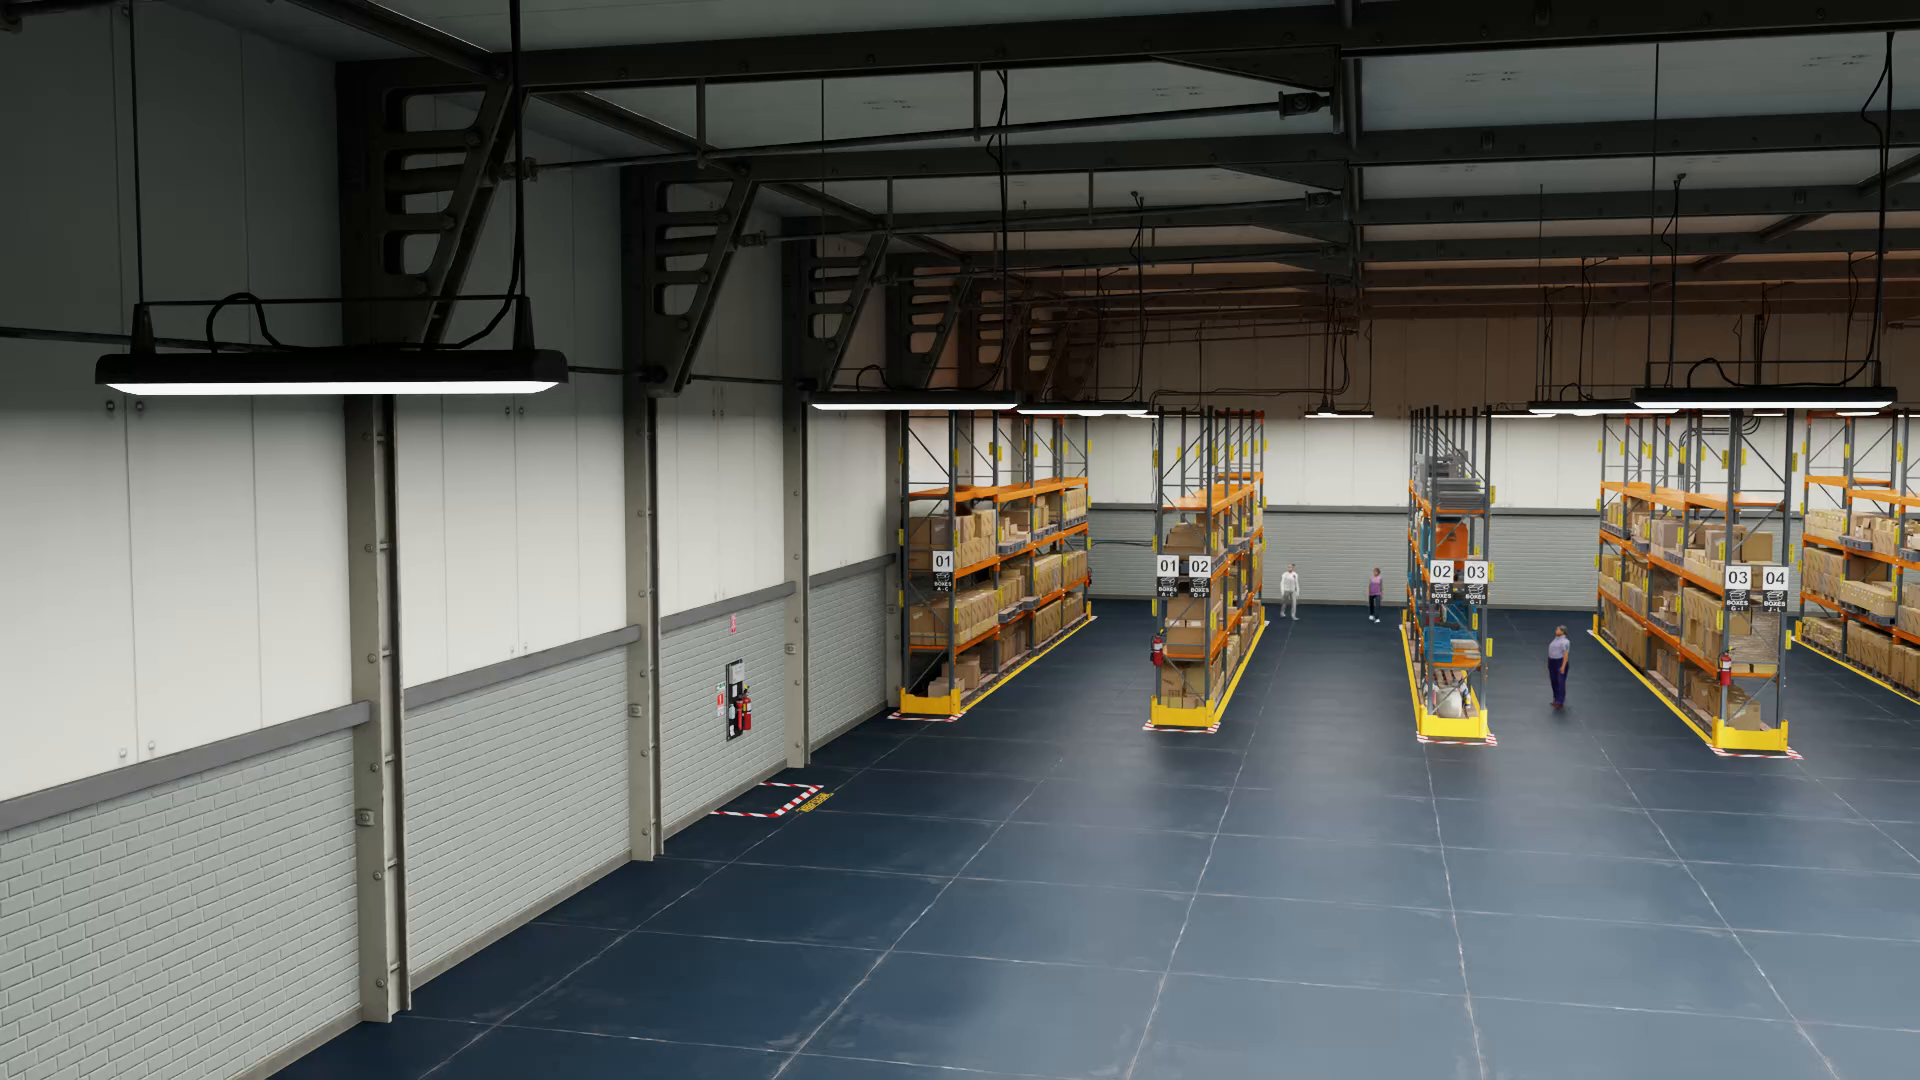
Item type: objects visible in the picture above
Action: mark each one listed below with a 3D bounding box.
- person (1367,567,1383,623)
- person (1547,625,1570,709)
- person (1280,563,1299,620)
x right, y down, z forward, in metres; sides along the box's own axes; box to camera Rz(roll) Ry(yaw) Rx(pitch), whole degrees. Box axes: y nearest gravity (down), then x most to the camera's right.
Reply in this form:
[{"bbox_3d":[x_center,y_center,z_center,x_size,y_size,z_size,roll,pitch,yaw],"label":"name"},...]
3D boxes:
[{"bbox_3d":[11.778,1.551,47.193,0.461,1.553,0.948,1,4,11],"label":"person"},{"bbox_3d":[11.946,2.537,33.258,0.509,1.657,0.488,-2,5,-30],"label":"person"},{"bbox_3d":[9.506,1.468,47.887,0.561,1.645,0.939,0,4,-6],"label":"person"}]
